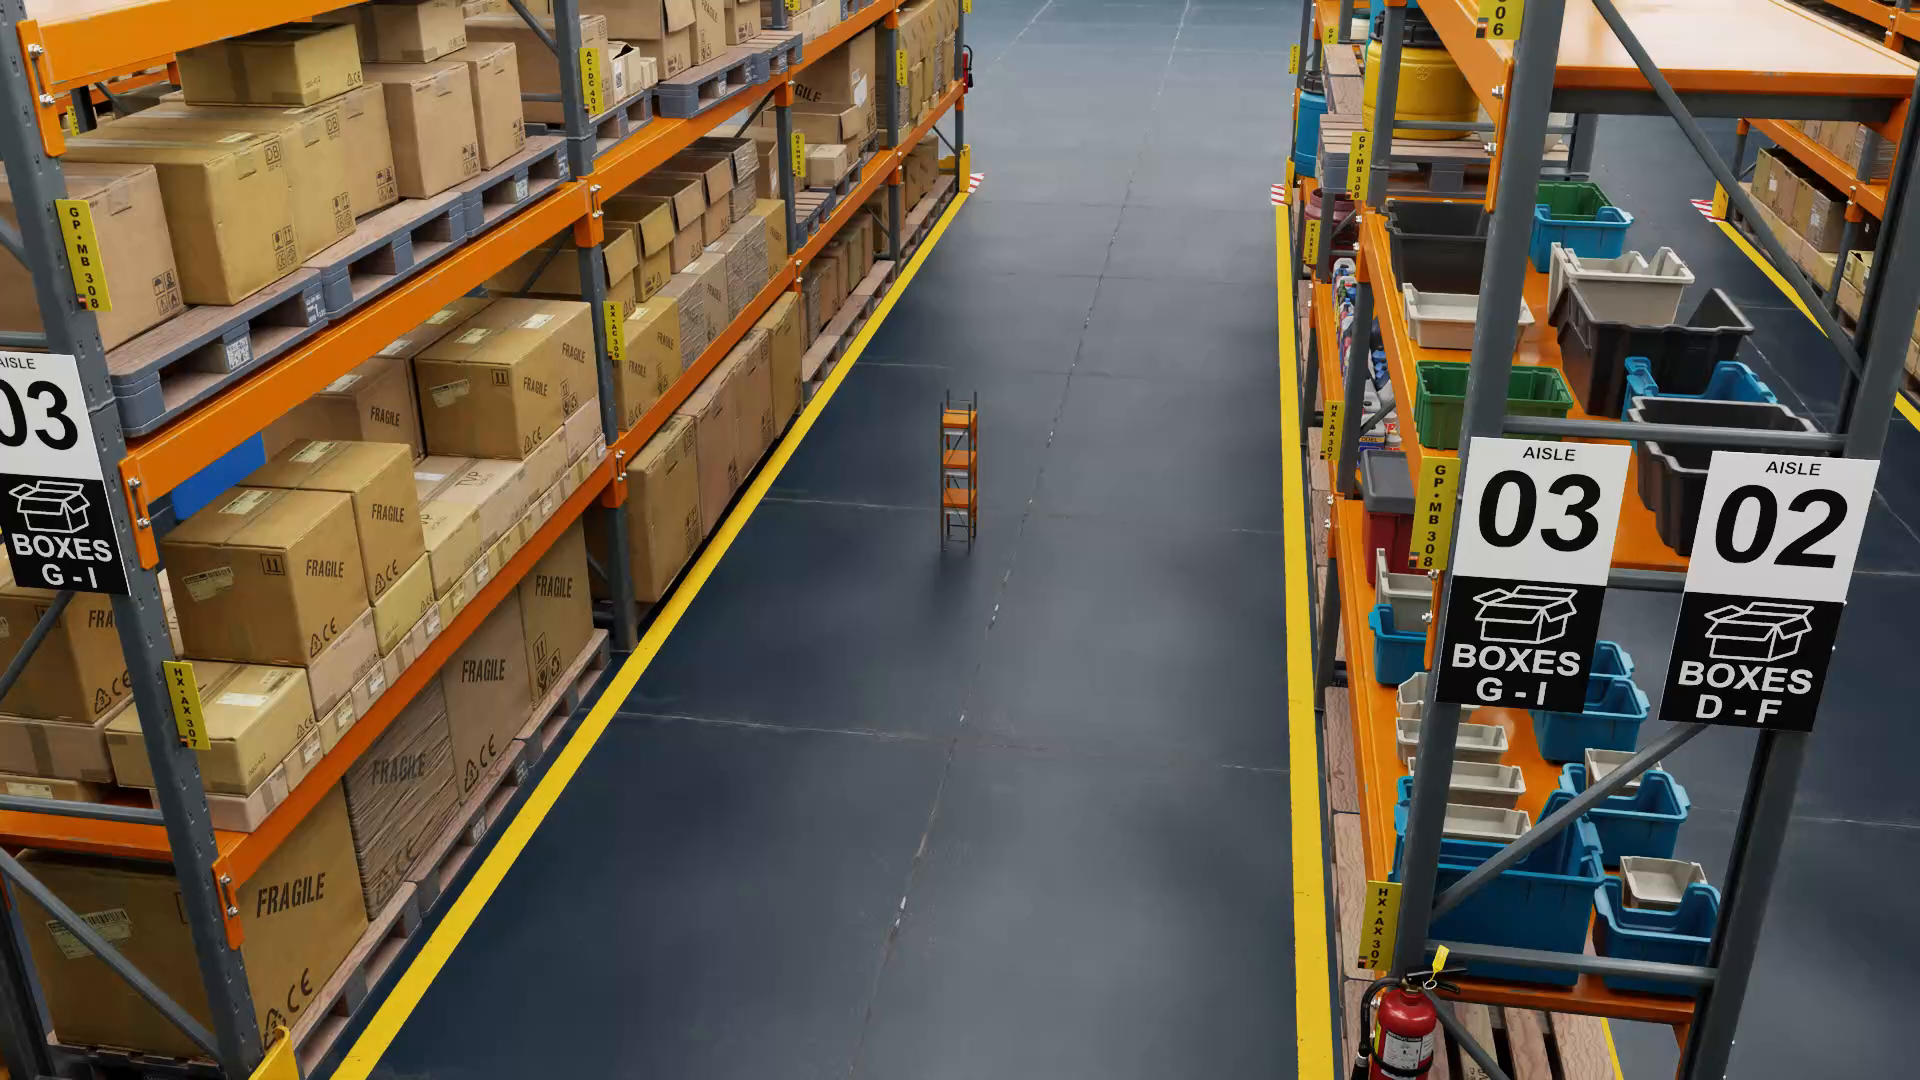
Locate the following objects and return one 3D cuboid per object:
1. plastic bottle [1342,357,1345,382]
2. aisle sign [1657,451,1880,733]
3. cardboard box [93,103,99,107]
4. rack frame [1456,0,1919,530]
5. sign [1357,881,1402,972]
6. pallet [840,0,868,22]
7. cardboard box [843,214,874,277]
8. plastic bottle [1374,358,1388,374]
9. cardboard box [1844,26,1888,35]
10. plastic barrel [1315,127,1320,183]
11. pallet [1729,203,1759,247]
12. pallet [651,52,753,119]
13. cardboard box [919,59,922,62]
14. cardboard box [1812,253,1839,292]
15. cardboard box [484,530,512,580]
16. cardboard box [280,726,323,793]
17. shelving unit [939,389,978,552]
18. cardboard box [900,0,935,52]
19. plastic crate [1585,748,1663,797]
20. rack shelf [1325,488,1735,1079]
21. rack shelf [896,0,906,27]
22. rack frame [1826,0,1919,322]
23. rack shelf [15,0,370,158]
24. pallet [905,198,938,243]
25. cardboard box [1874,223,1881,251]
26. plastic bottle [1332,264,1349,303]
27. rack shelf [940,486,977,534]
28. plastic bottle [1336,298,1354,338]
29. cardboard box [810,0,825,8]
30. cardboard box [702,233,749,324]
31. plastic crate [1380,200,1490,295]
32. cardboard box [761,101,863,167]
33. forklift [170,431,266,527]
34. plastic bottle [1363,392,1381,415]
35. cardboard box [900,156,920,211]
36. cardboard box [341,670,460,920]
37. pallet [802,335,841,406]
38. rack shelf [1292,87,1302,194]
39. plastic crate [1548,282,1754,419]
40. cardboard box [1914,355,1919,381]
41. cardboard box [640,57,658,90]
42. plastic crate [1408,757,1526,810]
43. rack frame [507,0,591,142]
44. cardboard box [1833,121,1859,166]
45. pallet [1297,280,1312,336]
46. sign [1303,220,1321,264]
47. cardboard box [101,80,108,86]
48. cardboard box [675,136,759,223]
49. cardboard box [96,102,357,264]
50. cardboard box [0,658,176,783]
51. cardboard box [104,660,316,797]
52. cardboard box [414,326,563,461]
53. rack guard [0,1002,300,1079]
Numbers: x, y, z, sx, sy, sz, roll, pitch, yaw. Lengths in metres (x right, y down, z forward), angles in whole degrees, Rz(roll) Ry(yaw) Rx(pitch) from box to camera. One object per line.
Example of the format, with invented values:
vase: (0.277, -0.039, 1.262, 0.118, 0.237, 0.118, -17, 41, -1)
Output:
plastic bottle: (2.406, -1.064, 10.220, 0.097, 0.201, 0.097, 0, 25, 0)
aisle sign: (2.094, 0.147, 4.332, 0.394, 0.787, 0.004, 4, 25, 9)
cardboard box: (-10.725, -5.185, 20.653, 0.500, 0.500, 0.500, 3, 25, 7)
rack frame: (1.812, -1.444, 3.719, 1.000, 3.000, 0.127, 4, 25, 9)
sign: (1.267, 1.168, 5.024, 0.100, 0.325, 0.005, 4, 25, 9)
pallet: (-1.485, -4.677, 14.387, 1.213, 0.211, 1.003, 4, 25, 9)
cardboard box: (-1.234, -2.900, 16.338, 0.700, 0.500, 0.500, 2, 25, 4)
plastic bottle: (2.502, -0.948, 9.888, 0.097, 0.271, 0.097, 0, 25, 0)
cardboard box: (8.890, -4.640, 15.977, 0.700, 0.500, 0.500, 4, 25, 8)
plastic barrel: (3.401, -3.422, 14.862, 0.433, 0.535, 0.433, 0, 25, 0)
pallet: (9.230, -3.488, 18.453, 1.003, 0.211, 1.213, 4, 25, 9)
pallet: (-1.999, -2.948, 10.694, 1.003, 0.211, 1.213, 5, 26, 11)
cardboard box: (-0.879, -4.875, 17.658, 0.875, 0.500, 0.500, 4, 25, 9)
cardboard box: (8.520, -2.555, 15.917, 0.500, 0.250, 0.500, 4, 25, 9)
cardboard box: (-2.357, 0.059, 7.882, 0.380, 0.149, 0.250, 4, 25, 8)
cardboard box: (-2.650, 0.811, 6.275, 0.380, 0.149, 0.250, 4, 25, 8)
shelving unit: (-0.009, -0.453, 10.980, 0.215, 1.050, 0.252, 4, 25, 9)
cardboard box: (-0.555, -5.520, 17.857, 0.500, 0.500, 0.500, 4, 25, 9)
plastic crate: (2.423, 0.873, 6.087, 0.250, 0.136, 0.298, 4, 25, 9)
rack shelf: (2.139, 0.763, 6.931, 1.077, 0.370, 4.000, 4, 25, 9)
rack shelf: (-0.786, -5.958, 17.750, 1.077, 0.370, 4.000, 4, 25, 9)
rack frame: (8.660, -3.401, 14.977, 1.000, 3.000, 0.127, 4, 25, 9)
rack shelf: (-2.747, -2.116, 6.477, 1.077, 0.370, 4.000, 4, 25, 9)
pallet: (-0.841, -3.621, 18.736, 1.003, 0.211, 1.213, 4, 25, 9)
cardboard box: (9.118, -3.067, 16.128, 0.500, 0.500, 0.500, 4, 25, 9)
plastic bottle: (2.684, -1.809, 11.728, 0.097, 0.271, 0.097, 0, 25, 0)
rack shelf: (-0.009, -0.192, 11.102, 0.215, 0.259, 0.240, 4, 25, 9)
plastic bottle: (2.549, -1.463, 10.989, 0.097, 0.271, 0.097, 0, 25, 0)
cardboard box: (-1.349, -4.436, 12.944, 0.500, 0.500, 0.500, 4, 25, 9)
cardboard box: (-1.772, -1.812, 11.465, 0.500, 0.500, 0.500, 3, 25, 7)
plastic crate: (1.993, -1.198, 6.888, 0.497, 0.269, 0.590, 4, 25, 9)
cardboard box: (-1.305, -3.594, 14.773, 0.797, 0.503, 0.637, 7, 26, 14)
forklift: (-4.403, -1.776, 11.586, 1.130, 2.935, 3.031, 4, 25, 8)
plastic bottle: (2.271, -0.683, 9.318, 0.152, 0.276, 0.135, 4, 25, 9)
cardboard box: (-0.763, -4.047, 18.810, 0.500, 0.500, 0.500, 6, 26, 13)
cardboard box: (-2.900, 1.049, 7.483, 0.875, 0.875, 0.875, 4, 25, 9)
pallet: (-1.637, -1.479, 14.162, 1.003, 0.211, 1.213, 4, 25, 9)
rack shelf: (4.100, -4.256, 17.653, 1.077, 0.370, 4.000, 4, 25, 9)
plastic crate: (2.333, -0.677, 5.693, 0.504, 0.338, 0.767, 4, 25, 9)
cardboard box: (8.017, -1.335, 13.313, 0.500, 0.250, 0.500, 5, 25, 10)
cardboard box: (-2.029, -2.790, 9.935, 0.380, 0.149, 0.250, 3, 25, 6)
plastic crate: (1.829, 0.892, 6.047, 0.396, 0.136, 0.243, 4, 25, 9)
rack frame: (-2.420, -3.460, 8.027, 1.000, 3.000, 0.127, 4, 25, 9)
cardboard box: (8.806, -3.853, 15.825, 0.700, 0.500, 0.500, 4, 25, 8)
pallet: (3.684, -2.151, 15.597, 1.003, 0.211, 1.213, 4, 25, 9)
sign: (2.576, -2.182, 12.180, 0.100, 0.325, 0.005, 4, 25, 9)
cardboard box: (-10.290, -5.413, 19.571, 0.380, 0.149, 0.250, 4, 25, 8)
cardboard box: (-1.902, -2.611, 11.988, 0.797, 0.503, 0.637, 5, 26, 10)
cardboard box: (-2.794, -1.377, 6.384, 0.700, 0.500, 0.500, 2, 25, 5)
cardboard box: (-3.257, 0.642, 6.165, 0.500, 0.250, 0.500, 4, 25, 8)
cardboard box: (-2.729, 0.681, 6.082, 0.500, 0.250, 0.500, 3, 25, 7)
cardboard box: (-2.318, -0.729, 8.211, 0.500, 0.500, 0.500, 4, 25, 9)
rack guard: (-3.078, 2.072, 6.233, 1.175, 0.500, 0.348, 4, 25, 9)
